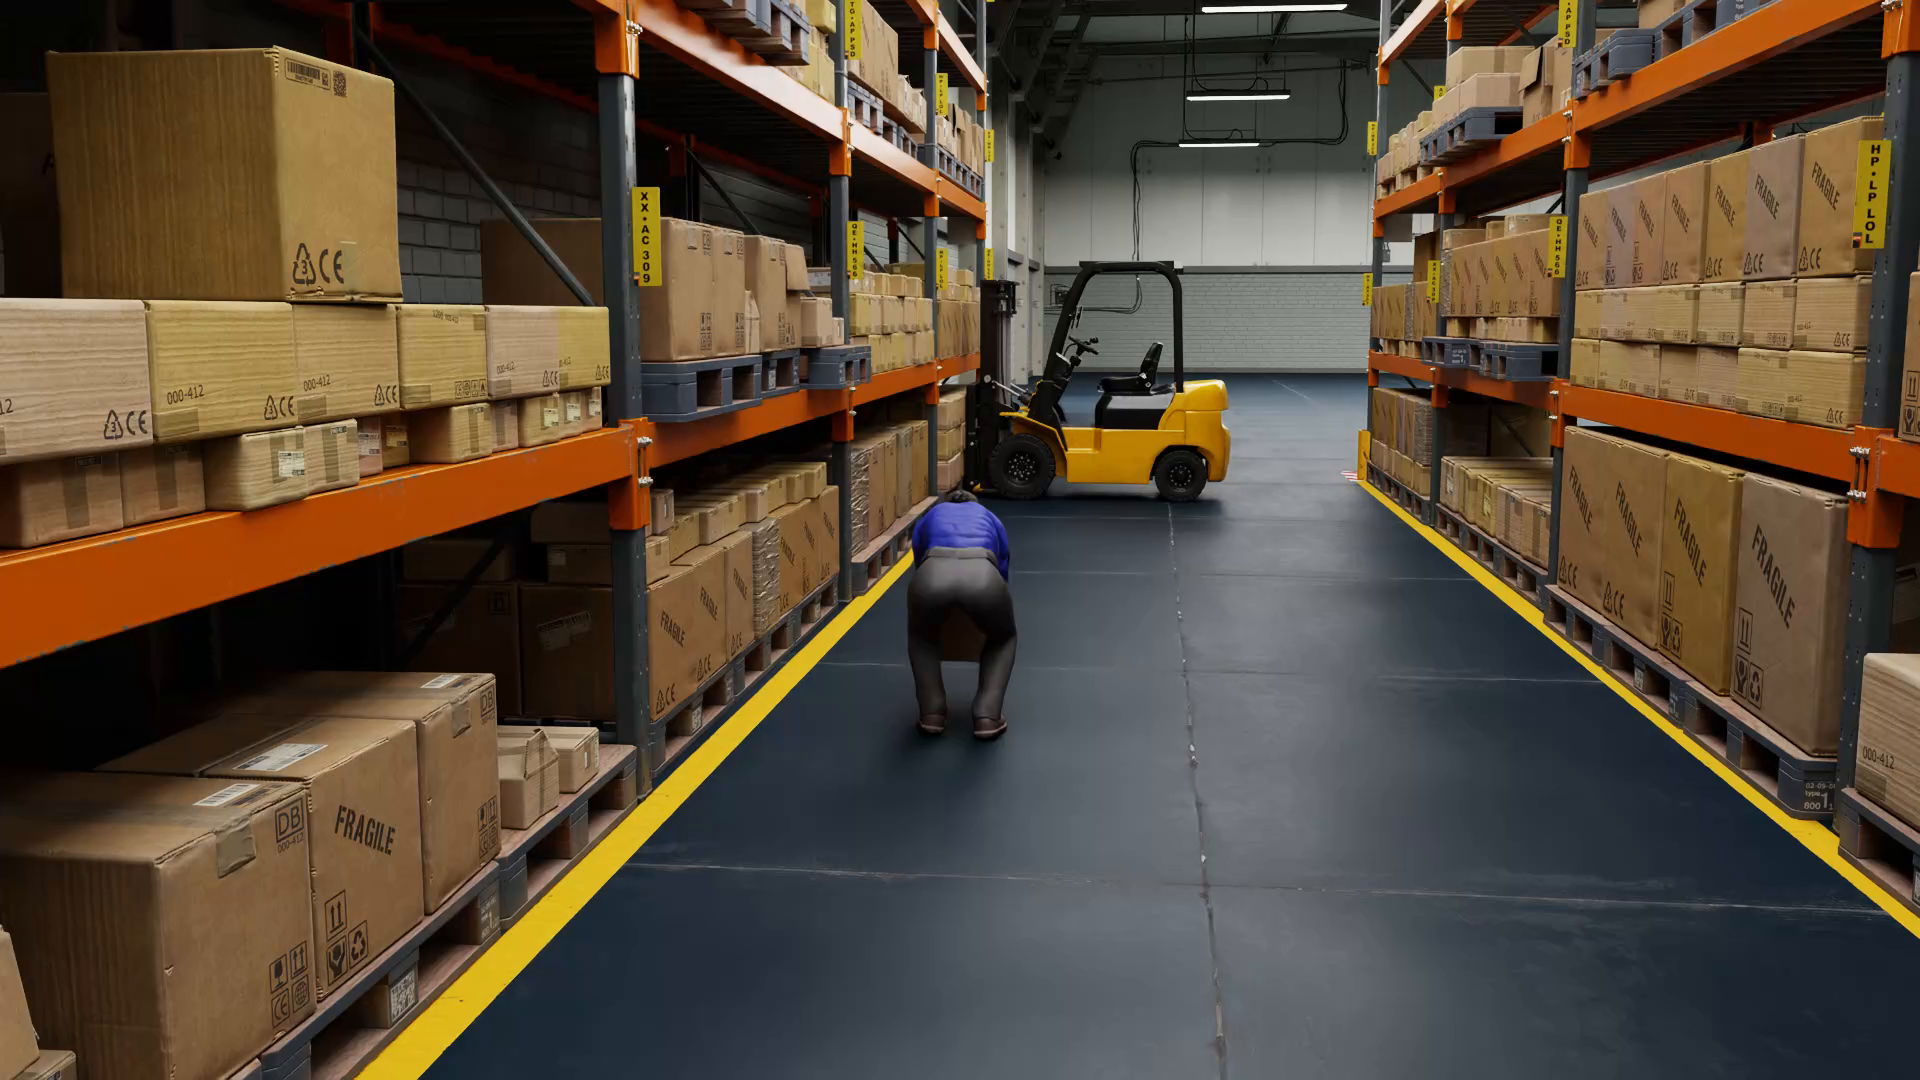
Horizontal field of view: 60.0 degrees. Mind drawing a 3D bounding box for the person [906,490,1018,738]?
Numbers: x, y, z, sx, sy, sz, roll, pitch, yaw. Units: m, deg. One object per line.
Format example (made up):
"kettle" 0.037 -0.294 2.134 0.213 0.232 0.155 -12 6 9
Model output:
"person" 0.007 0.292 6.830 0.459 0.947 0.867 1 8 4
